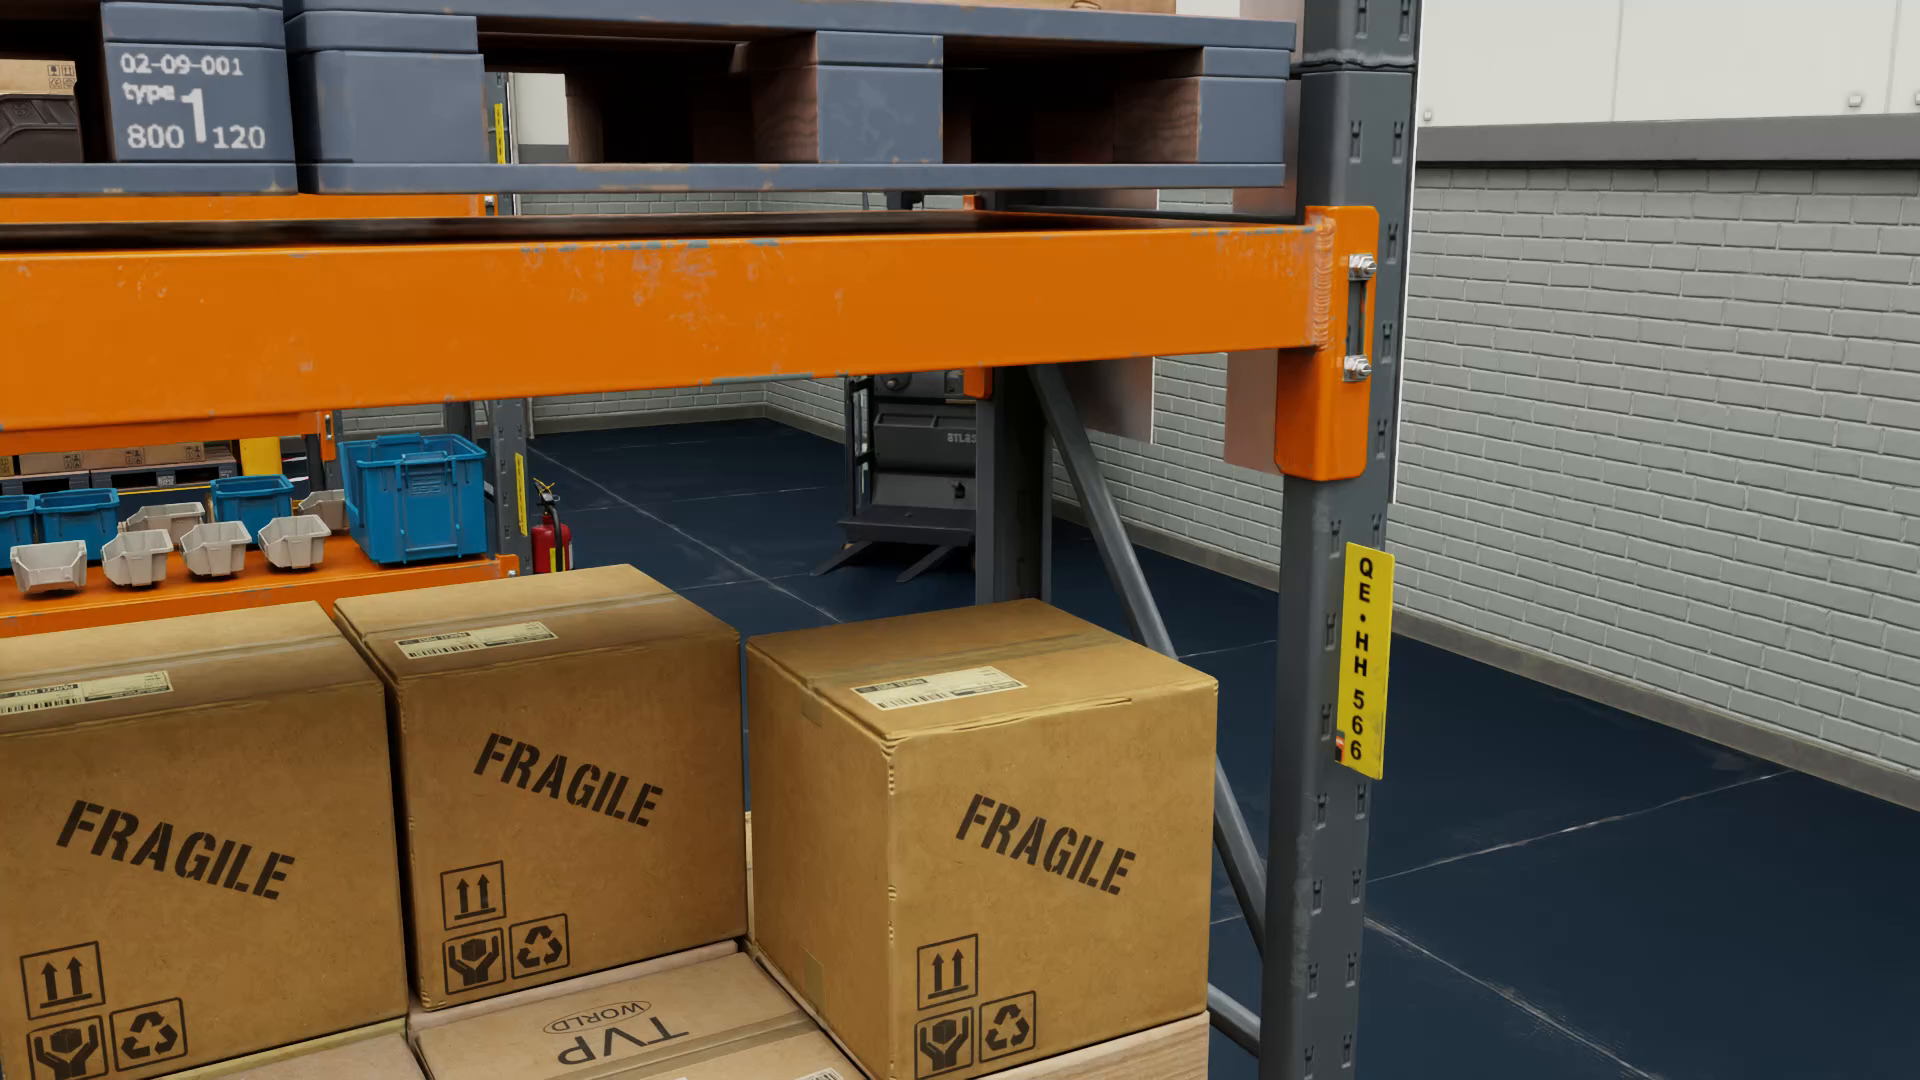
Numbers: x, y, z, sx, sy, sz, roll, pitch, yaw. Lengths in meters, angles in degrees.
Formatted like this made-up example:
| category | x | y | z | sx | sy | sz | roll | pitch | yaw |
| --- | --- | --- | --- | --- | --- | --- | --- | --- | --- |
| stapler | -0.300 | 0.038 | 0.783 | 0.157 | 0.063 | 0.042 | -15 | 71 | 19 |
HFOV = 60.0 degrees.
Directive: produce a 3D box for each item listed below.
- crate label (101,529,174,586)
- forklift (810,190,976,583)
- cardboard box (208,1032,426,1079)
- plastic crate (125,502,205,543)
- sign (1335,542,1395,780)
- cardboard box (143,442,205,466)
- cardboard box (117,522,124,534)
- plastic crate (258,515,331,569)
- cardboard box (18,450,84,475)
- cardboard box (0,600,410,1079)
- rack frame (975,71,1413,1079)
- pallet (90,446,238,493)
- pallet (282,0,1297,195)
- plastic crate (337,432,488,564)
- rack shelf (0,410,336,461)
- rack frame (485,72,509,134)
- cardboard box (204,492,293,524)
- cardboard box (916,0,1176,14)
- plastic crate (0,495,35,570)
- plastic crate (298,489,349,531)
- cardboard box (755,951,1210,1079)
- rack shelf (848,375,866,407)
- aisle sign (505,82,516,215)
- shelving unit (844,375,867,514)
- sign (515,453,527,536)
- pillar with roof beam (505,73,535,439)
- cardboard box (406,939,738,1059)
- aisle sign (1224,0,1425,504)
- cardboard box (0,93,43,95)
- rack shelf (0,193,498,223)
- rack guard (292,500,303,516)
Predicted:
| category | x | y | z | sx | sy | sz | roll | pitch | yaw |
| --- | --- | --- | --- | --- | --- | --- | --- | --- | --- |
| crate label | -3.177 | 0.072 | 6.422 | 0.243 | 0.136 | 0.396 | -7 | 14 | -28 |
| forklift | -0.244 | -1.279 | 12.116 | 1.130 | 2.935 | 3.031 | 4 | 13 | 16 |
| cardboard box | -0.871 | 0.882 | 2.024 | 0.500 | 0.250 | 0.500 | -7 | 15 | -30 |
| plastic crate | -3.345 | -0.059 | 7.003 | 0.298 | 0.136 | 0.250 | -7 | 14 | -28 |
| sign | 0.567 | 0.170 | 2.344 | 0.005 | 0.325 | 0.100 | -7 | 14 | -28 |
| cardboard box | -7.367 | -1.012 | 15.509 | 0.500 | 0.500 | 0.700 | -7 | 14 | -28 |
| cardboard box | -5.915 | 0.070 | 11.228 | 0.500 | 0.250 | 0.500 | -7 | 14 | -28 |
| plastic crate | -2.683 | 0.010 | 6.696 | 0.243 | 0.136 | 0.396 | -7 | 14 | -28 |
| cardboard box | -8.247 | -0.906 | 15.039 | 0.500 | 0.500 | 0.700 | -7 | 15 | -30 |
| cardboard box | -1.122 | 0.414 | 2.396 | 0.500 | 0.500 | 0.500 | -7 | 15 | -29 |
| rack frame | 0.320 | 0.745 | 2.969 | 0.127 | 3.000 | 1.000 | -7 | 14 | -28 |
| pallet | -7.465 | -0.659 | 15.559 | 1.213 | 0.211 | 1.003 | -7 | 14 | -28 |
| pallet | -0.327 | -0.595 | 2.293 | 1.213 | 0.211 | 1.003 | -7 | 14 | -28 |
| plastic crate | -2.258 | -0.185 | 6.883 | 0.499 | 0.435 | 0.616 | -7 | 14 | -28 |
| rack shelf | -6.179 | -0.604 | 10.597 | 4.000 | 0.370 | 1.077 | -7 | 14 | -28 |
| rack frame | -2.054 | -3.137 | 6.551 | 0.127 | 3.000 | 1.000 | -7 | 14 | -28 |
| cardboard box | -4.783 | -0.055 | 11.214 | 0.500 | 0.500 | 0.500 | -7 | 14 | -28 |
| cardboard box | -0.111 | -0.956 | 2.282 | 0.500 | 0.500 | 0.700 | -8 | 15 | -31 |
| plastic crate | -3.847 | -0.025 | 6.632 | 0.300 | 0.233 | 0.416 | -7 | 14 | -28 |
| plastic crate | -2.749 | -0.130 | 7.320 | 0.298 | 0.136 | 0.250 | -7 | 14 | -28 |
| cardboard box | 0.021 | 0.775 | 2.499 | 0.500 | 0.250 | 0.500 | -7 | 15 | -29 |
| rack shelf | -0.545 | -1.338 | 13.861 | 0.720 | 0.370 | 0.431 | -5 | 14 | -20 |
| aisle sign | -1.850 | -1.429 | 6.707 | 0.004 | 0.787 | 0.394 | -7 | 14 | -28 |
| shelving unit | -0.545 | -0.957 | 13.946 | 0.755 | 1.500 | 0.431 | -5 | 14 | -20 |
| sign | -1.776 | -0.185 | 6.729 | 0.005 | 0.325 | 0.100 | -7 | 14 | -28 |
| pillar with roof beam | -2.782 | -4.667 | 13.351 | 0.400 | 9.000 | 9.100 | -7 | 14 | -28 |
| cardboard box | -0.684 | 0.727 | 2.711 | 0.500 | 0.250 | 0.500 | -7 | 14 | -29 |
| aisle sign | 0.527 | -0.473 | 2.460 | 0.004 | 0.787 | 0.394 | -7 | 14 | -28 |
| cardboard box | -5.632 | -2.591 | 10.163 | 0.500 | 0.250 | 0.500 | -7 | 14 | -28 |
| rack shelf | -3.809 | -1.112 | 6.025 | 4.000 | 0.370 | 1.077 | -7 | 14 | -28 |
| rack guard | -4.490 | 0.063 | 11.692 | 0.348 | 0.500 | 1.175 | -7 | 14 | -28 |
